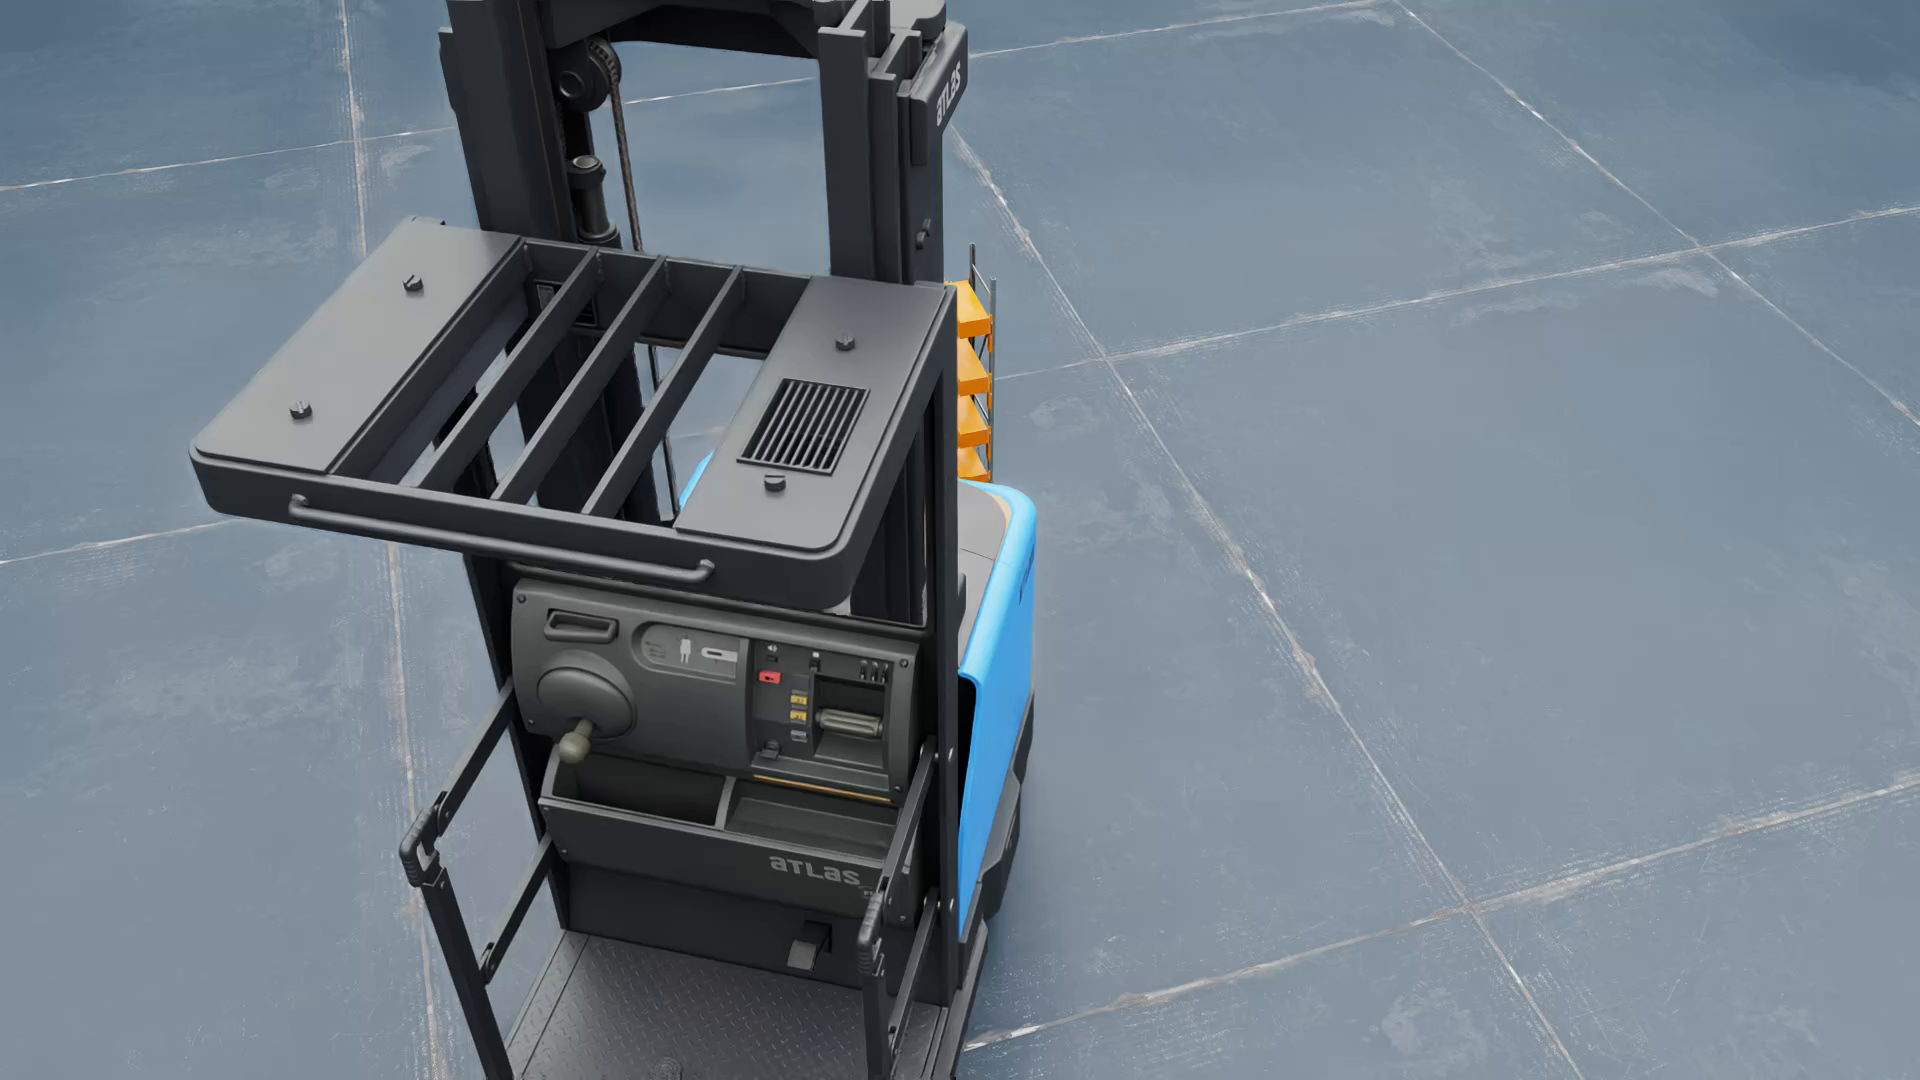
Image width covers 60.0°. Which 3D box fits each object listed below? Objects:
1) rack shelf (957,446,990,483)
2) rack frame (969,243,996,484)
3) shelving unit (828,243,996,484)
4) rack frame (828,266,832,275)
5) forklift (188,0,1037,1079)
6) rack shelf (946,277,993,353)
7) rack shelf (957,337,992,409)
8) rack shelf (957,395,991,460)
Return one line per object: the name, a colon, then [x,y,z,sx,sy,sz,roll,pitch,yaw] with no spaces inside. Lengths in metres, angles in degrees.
rack shelf: [-0.158,-0.219,5.993,0.480,0.148,0.258,-12,42,-13]
rack frame: [0.075,-0.467,5.873,0.015,1.200,0.240,-12,42,-13]
shelving unit: [-0.158,-0.419,5.818,0.503,1.200,0.258,-12,42,-13]
rack frame: [-0.391,-0.371,5.763,0.015,1.200,0.240,-12,42,-13]
forklift: [-0.601,0.429,3.532,1.130,2.935,3.031,9,42,10]
rack shelf: [-0.158,-0.715,5.559,0.480,0.148,0.258,-12,42,-13]
rack shelf: [-0.158,-0.537,5.715,0.480,0.148,0.258,-12,42,-13]
rack shelf: [-0.158,-0.368,5.862,0.480,0.148,0.258,-12,42,-13]
